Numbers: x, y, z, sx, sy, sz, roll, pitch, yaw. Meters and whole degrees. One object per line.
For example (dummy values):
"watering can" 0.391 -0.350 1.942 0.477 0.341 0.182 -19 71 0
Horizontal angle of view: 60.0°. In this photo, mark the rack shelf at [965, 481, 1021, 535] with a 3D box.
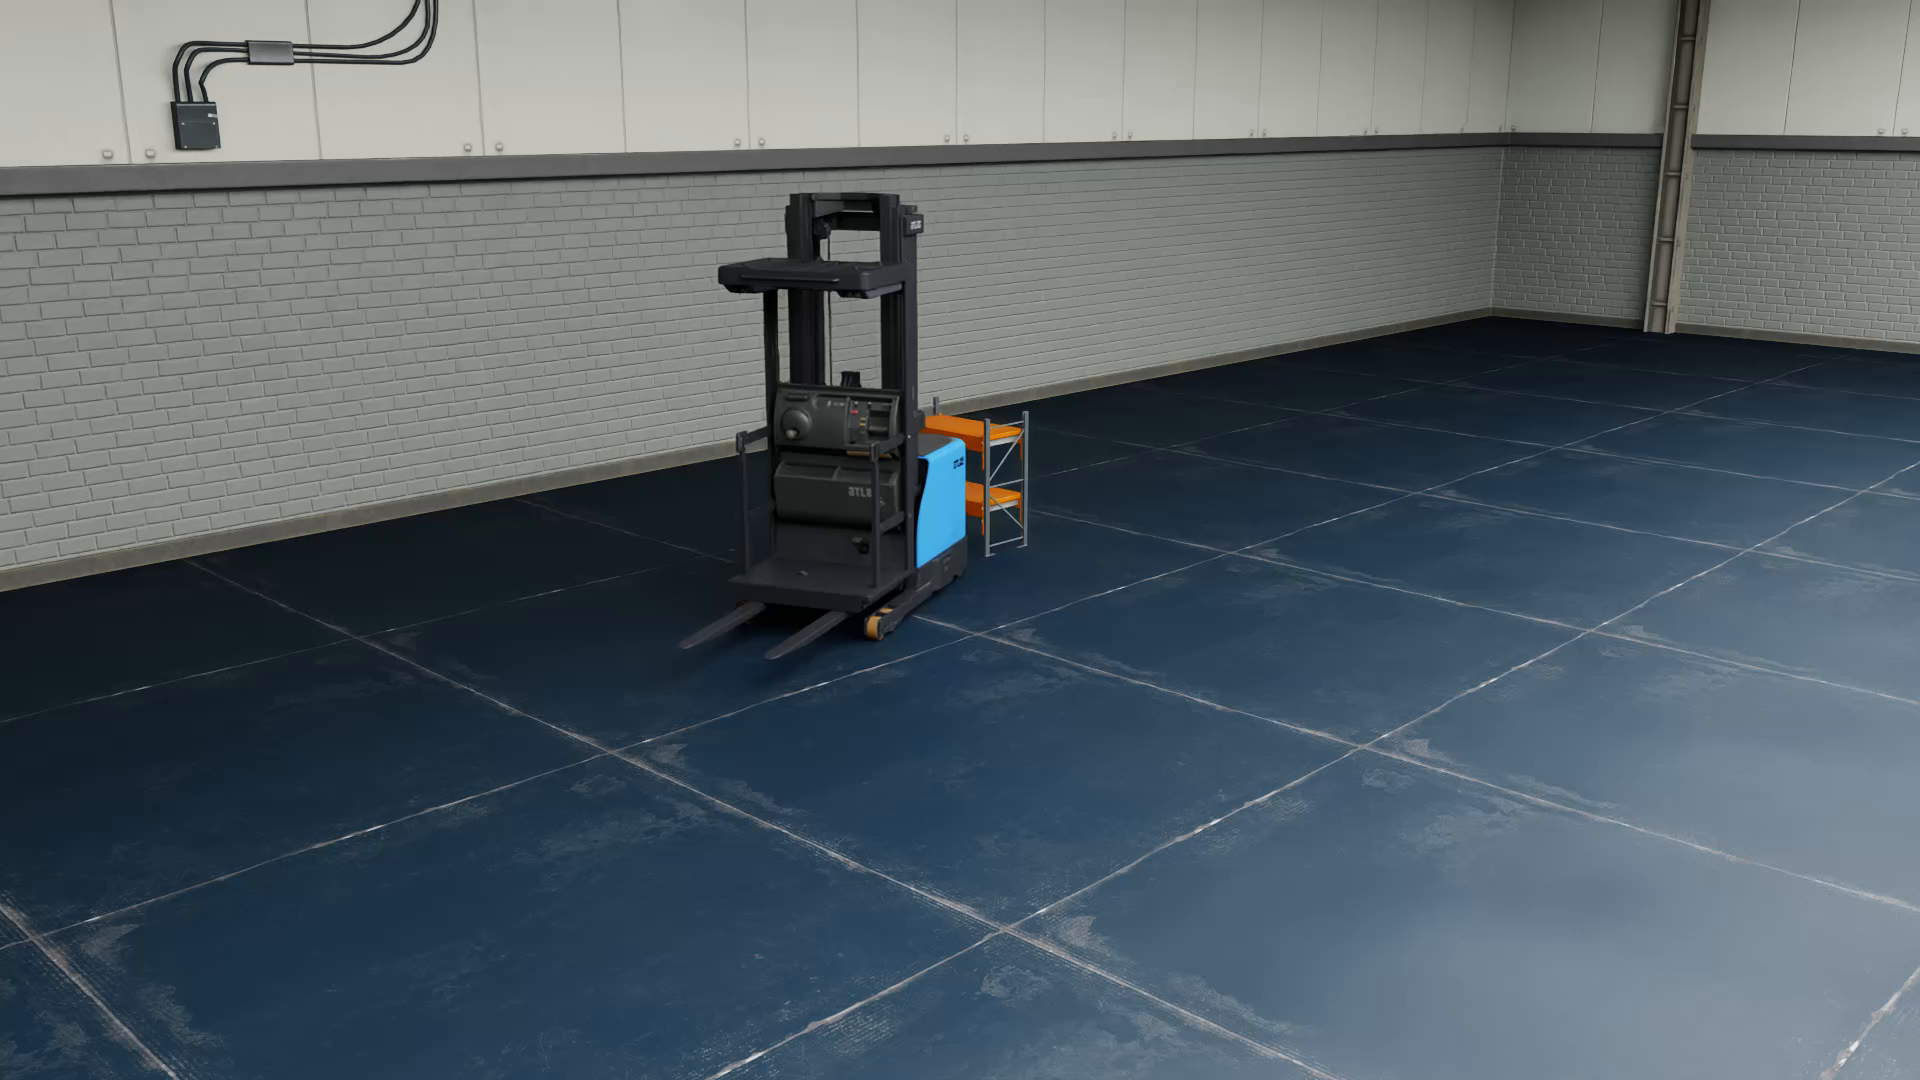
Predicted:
"rack shelf" 0.005 -0.307 13.847 1.000 0.278 0.538 14 20 42

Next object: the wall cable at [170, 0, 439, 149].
"wall cable" -5.193 -6.116 12.811 0.169 6.003 2.305 14 20 42

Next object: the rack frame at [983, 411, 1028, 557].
"rack frame" 0.371 -0.454 13.444 0.032 1.125 0.500 14 20 42

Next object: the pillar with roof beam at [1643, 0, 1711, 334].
"pillar with roof beam" 8.286 -6.930 22.682 0.400 9.000 9.100 14 20 42

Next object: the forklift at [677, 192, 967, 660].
"forklift" -0.937 -0.855 11.401 1.130 2.935 3.031 5 16 20

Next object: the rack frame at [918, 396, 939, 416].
"rack frame" -0.361 -0.632 14.127 0.032 1.125 0.500 14 20 42

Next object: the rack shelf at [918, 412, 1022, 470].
"rack shelf" 0.005 -0.826 13.712 1.000 0.278 0.538 14 20 42

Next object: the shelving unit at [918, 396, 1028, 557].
"shelving unit" 0.005 -0.543 13.786 1.048 1.125 0.538 14 20 42
